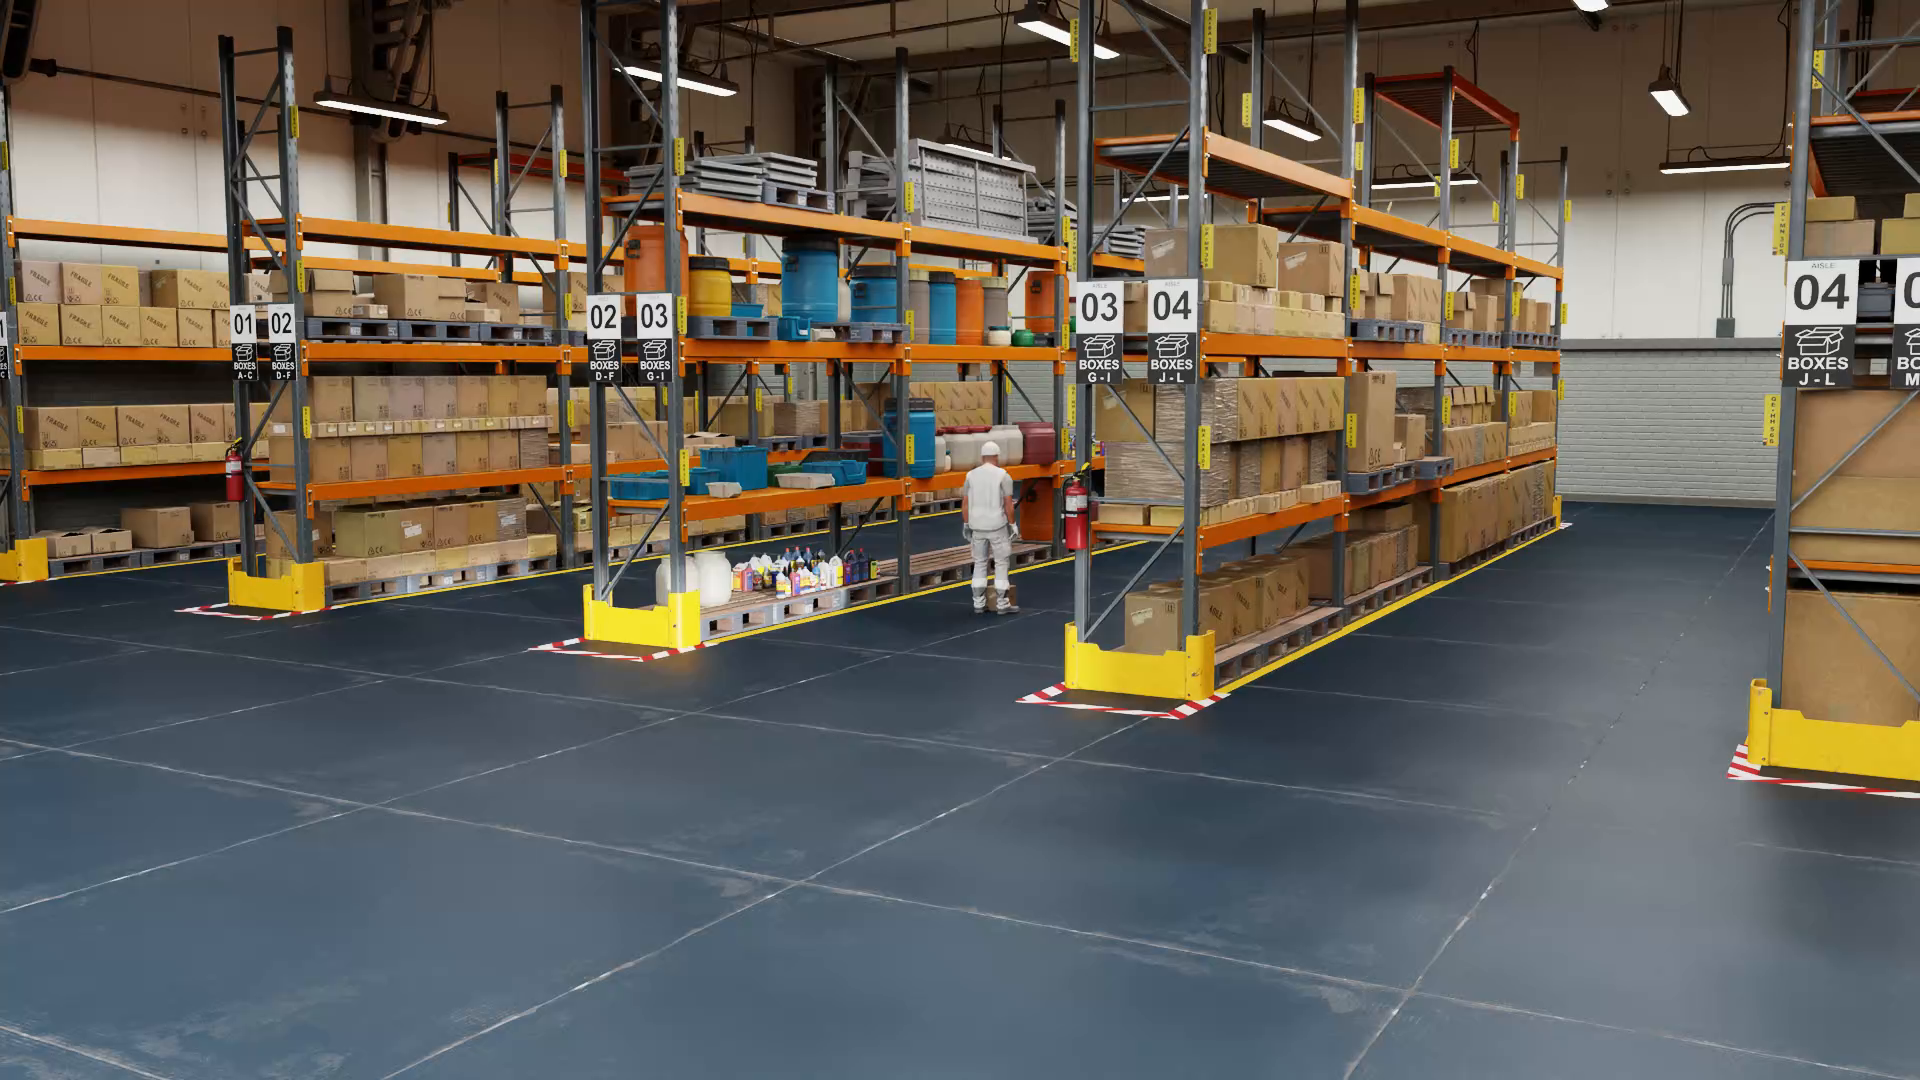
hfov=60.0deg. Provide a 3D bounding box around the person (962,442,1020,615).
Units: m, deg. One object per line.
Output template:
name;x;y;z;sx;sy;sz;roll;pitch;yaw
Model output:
person;0.311;-0.128;17.261;0.616;1.778;0.453;3;6;25
